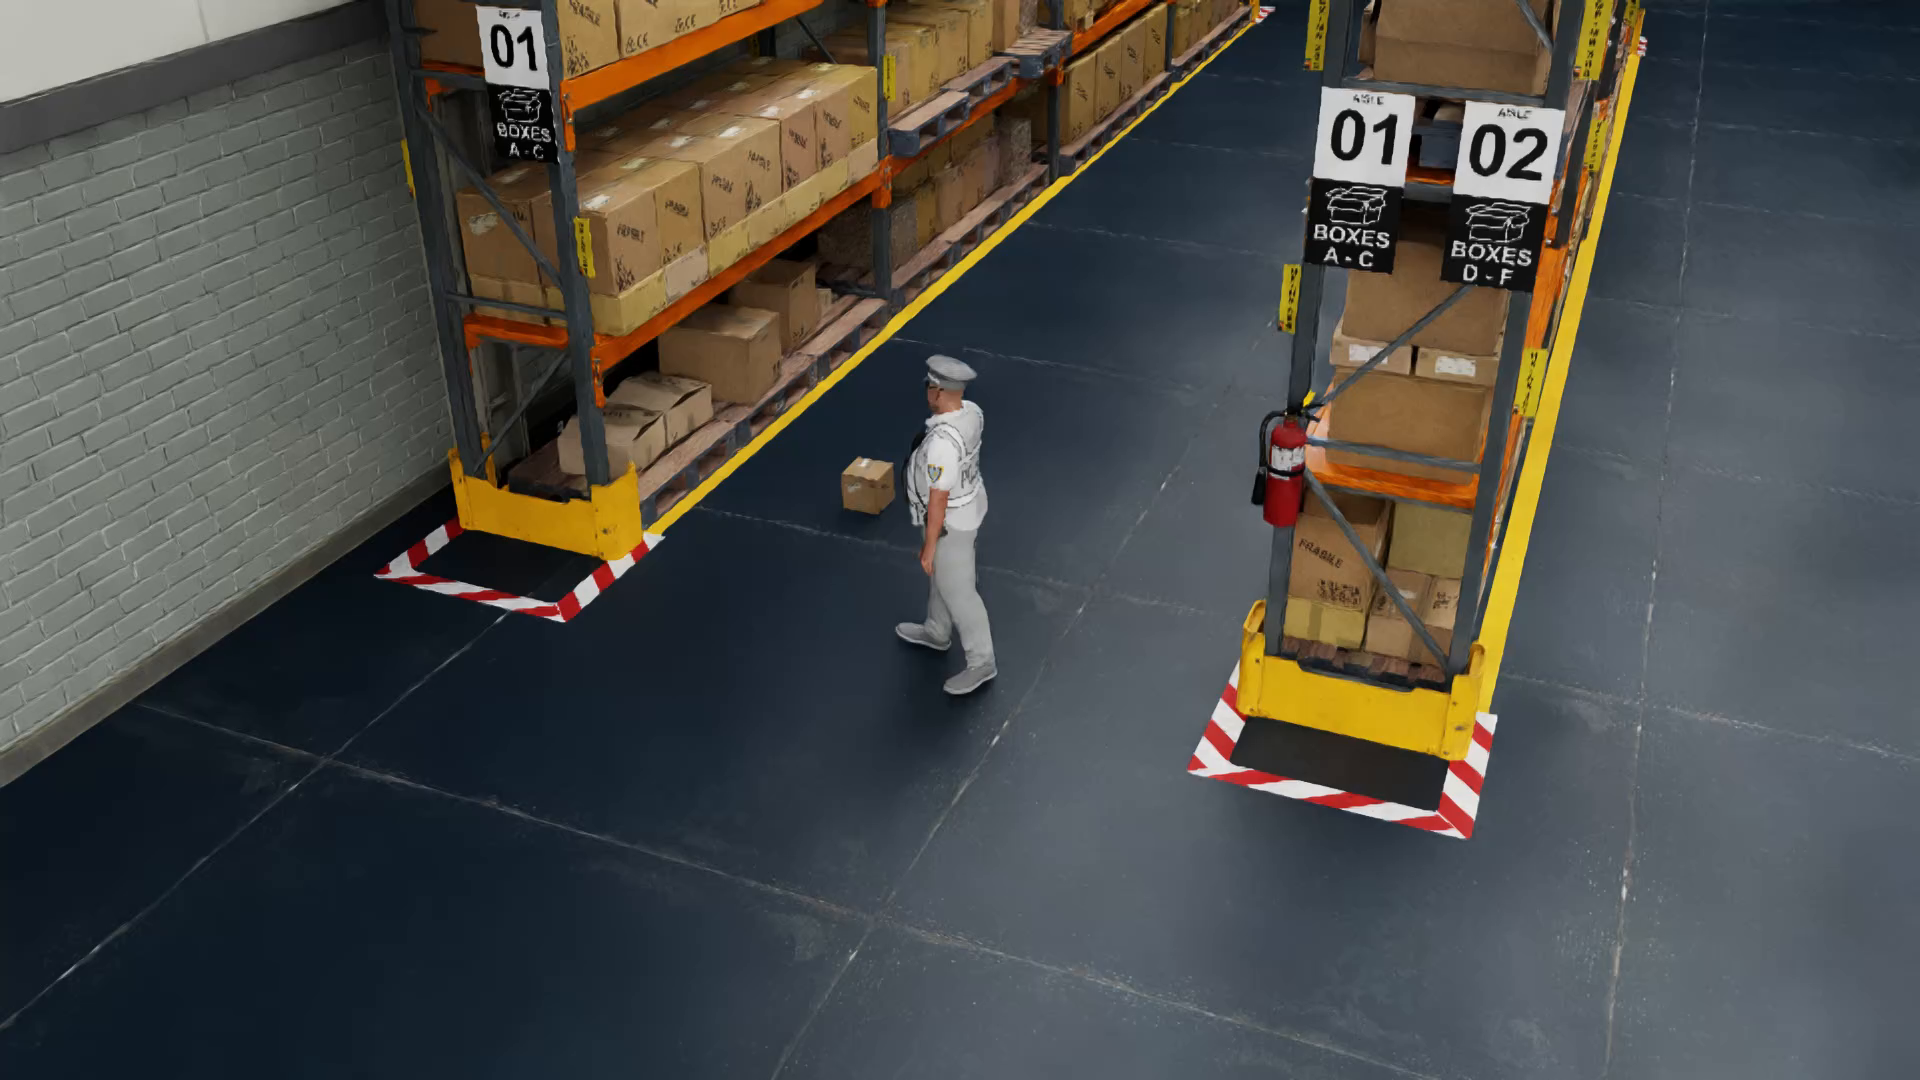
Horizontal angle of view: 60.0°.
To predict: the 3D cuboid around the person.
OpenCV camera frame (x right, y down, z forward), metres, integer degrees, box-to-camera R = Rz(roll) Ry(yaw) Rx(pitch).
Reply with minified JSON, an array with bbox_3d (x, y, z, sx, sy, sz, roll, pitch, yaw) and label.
[{"bbox_3d":[-0.075,-0.132,8.612,0.639,1.738,0.761,7,30,12],"label":"person"}]
